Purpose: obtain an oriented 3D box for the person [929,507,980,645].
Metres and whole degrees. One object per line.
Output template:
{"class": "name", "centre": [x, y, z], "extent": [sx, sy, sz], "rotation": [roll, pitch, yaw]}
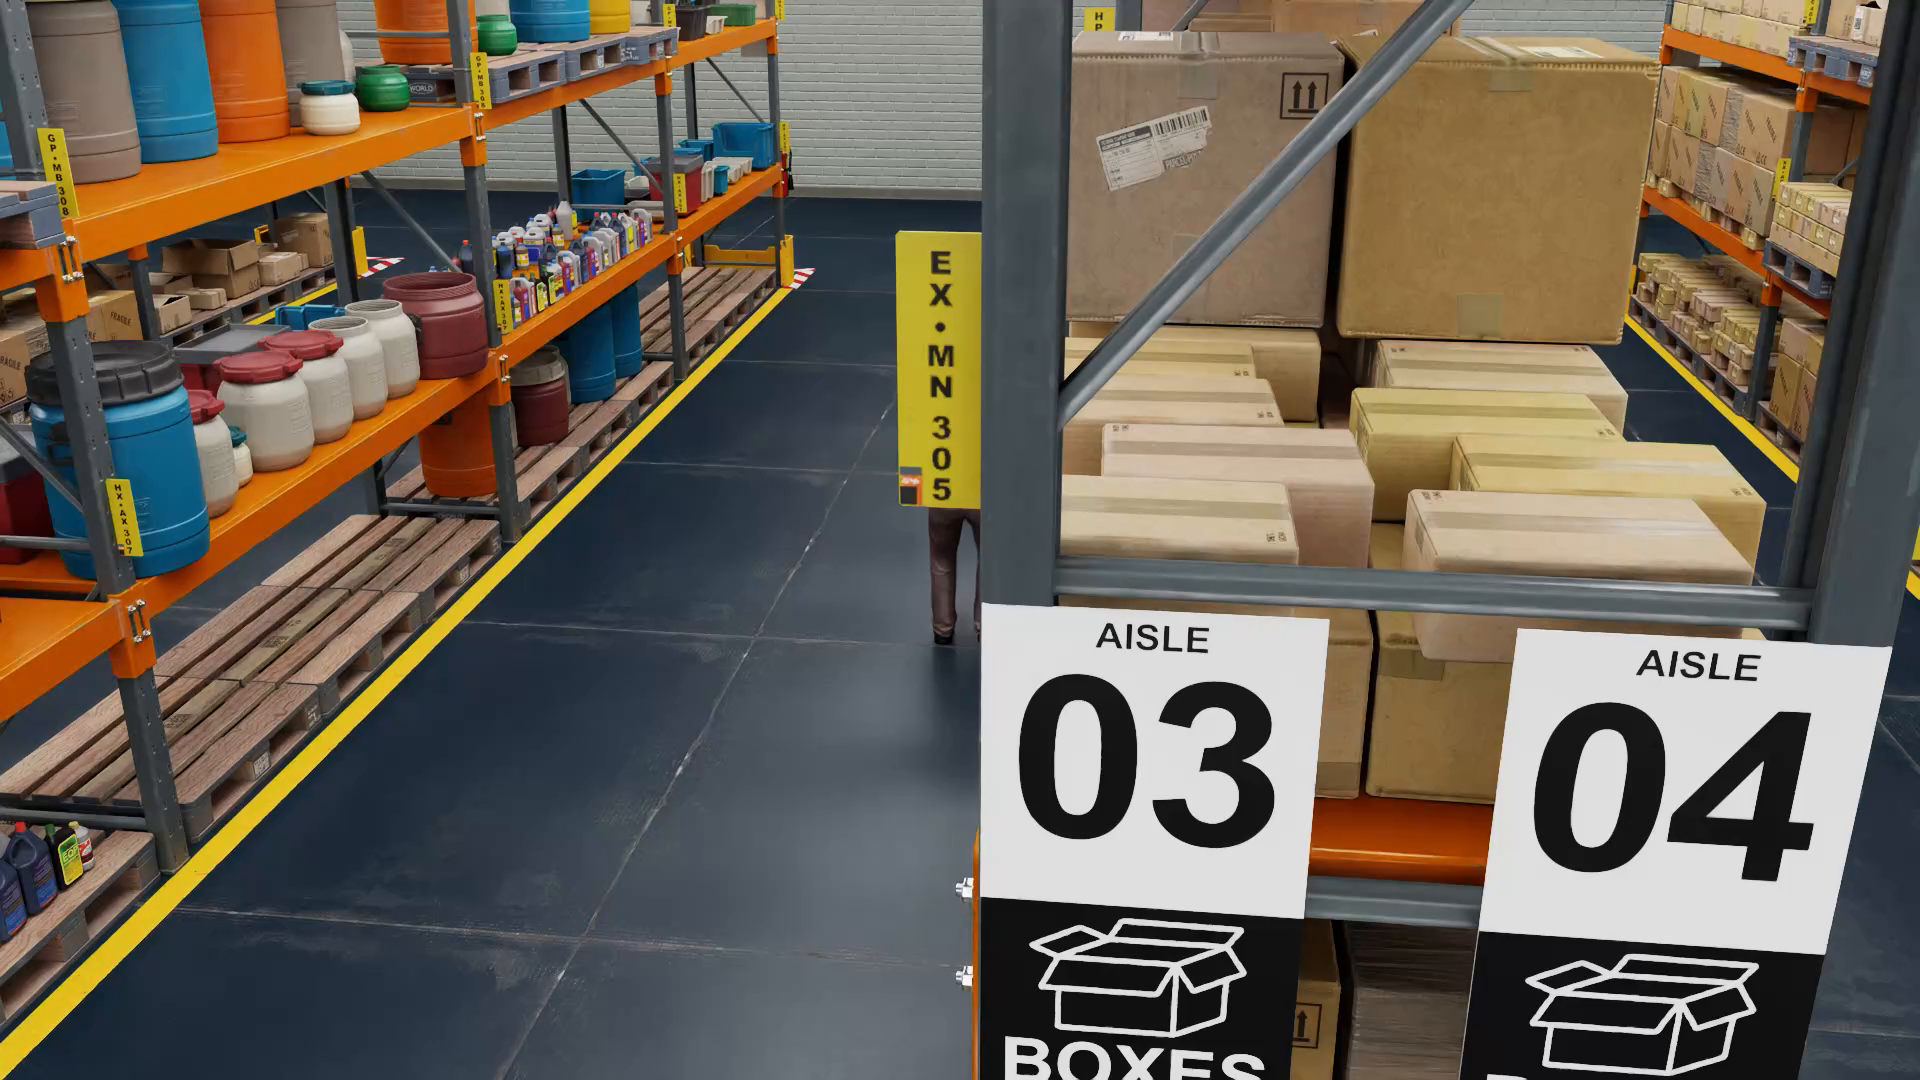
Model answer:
{"class": "person", "centre": [0.036, -0.232, 9.341], "extent": [0.471, 1.640, 0.612], "rotation": [2, 21, 5]}
